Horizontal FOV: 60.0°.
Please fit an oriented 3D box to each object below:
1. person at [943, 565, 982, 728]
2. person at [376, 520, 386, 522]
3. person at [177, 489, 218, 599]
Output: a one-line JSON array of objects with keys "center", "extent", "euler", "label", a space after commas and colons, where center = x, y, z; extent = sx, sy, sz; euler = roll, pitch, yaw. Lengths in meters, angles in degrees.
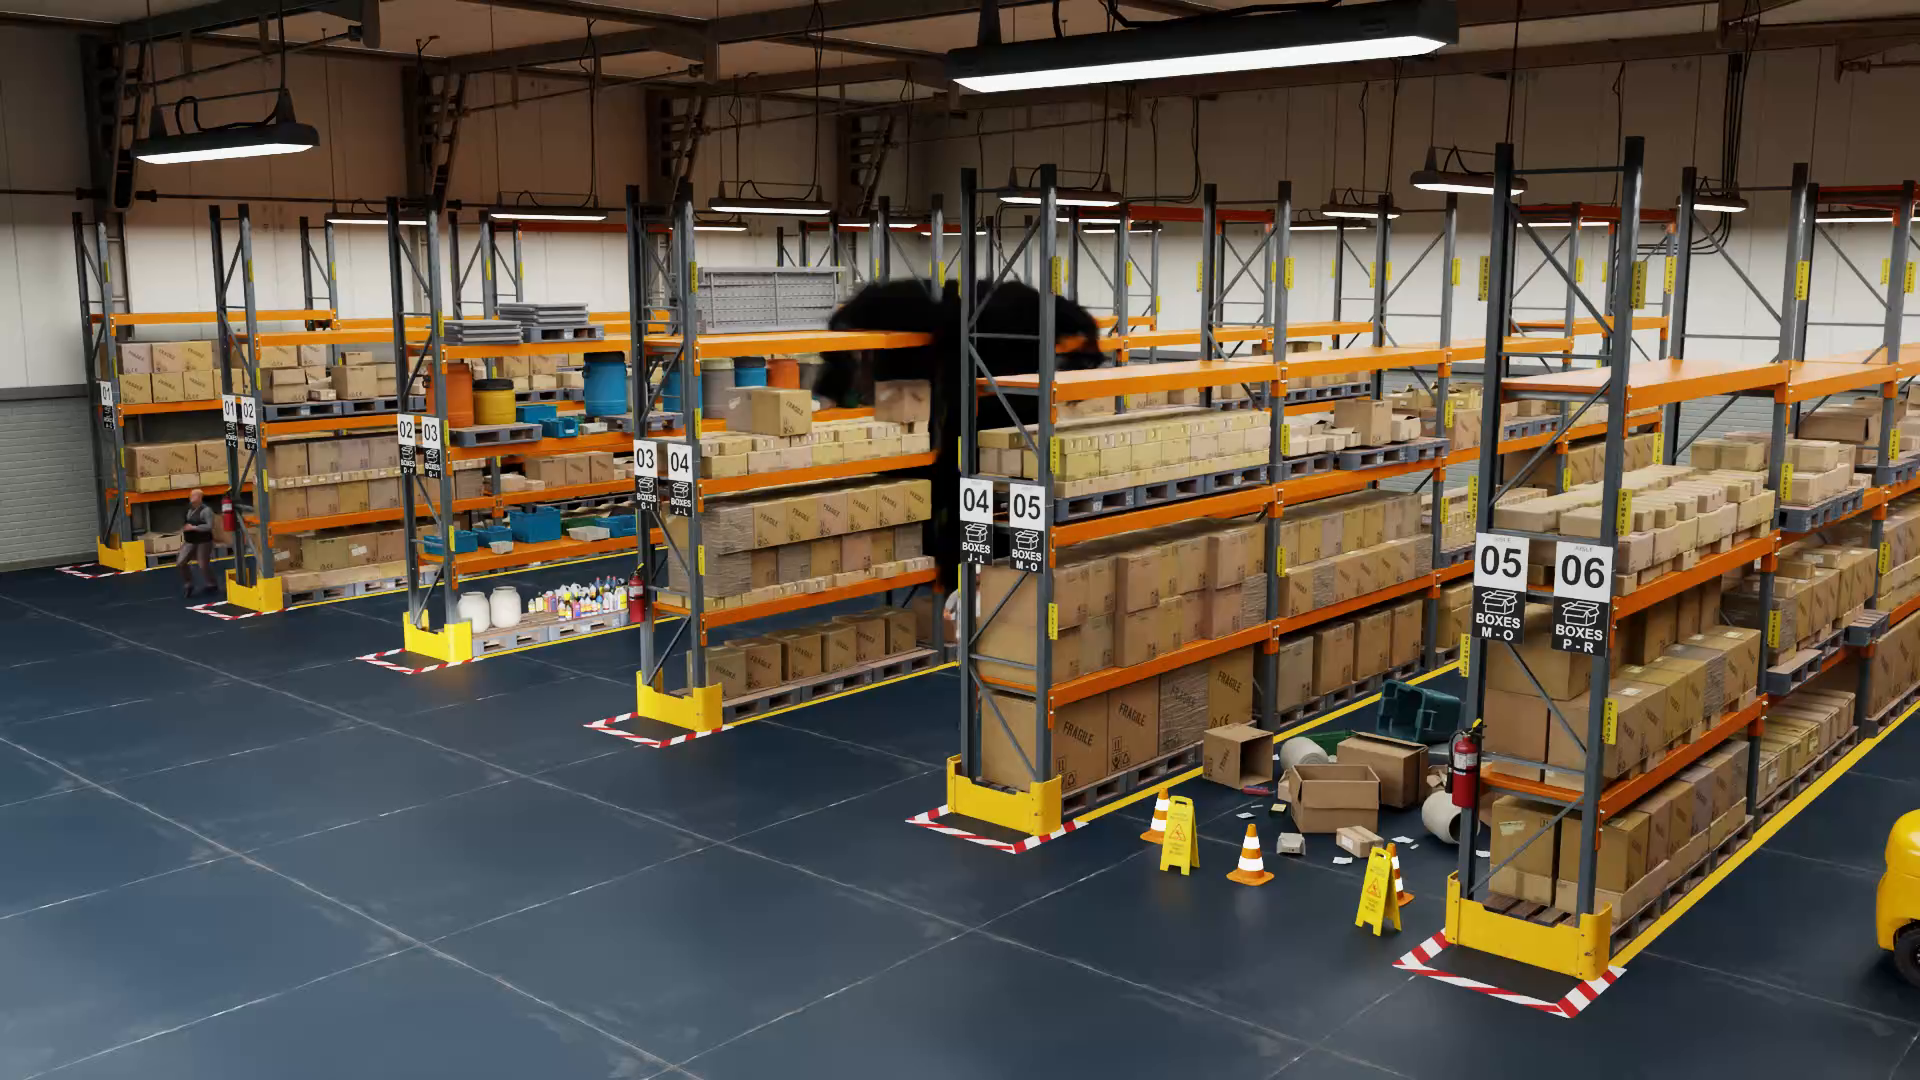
[{"center": [0.146, 1.142, 18.844], "extent": [0.664, 1.797, 0.944], "euler": [3, 10, 20], "label": "person"}, {"center": [-9.890, -0.391, 28.391], "extent": [0.589, 1.720, 0.883], "euler": [6, 11, 32], "label": "person"}, {"center": [-11.836, 0.062, 25.884], "extent": [0.635, 1.747, 0.725], "euler": [3, 10, 16], "label": "person"}]
